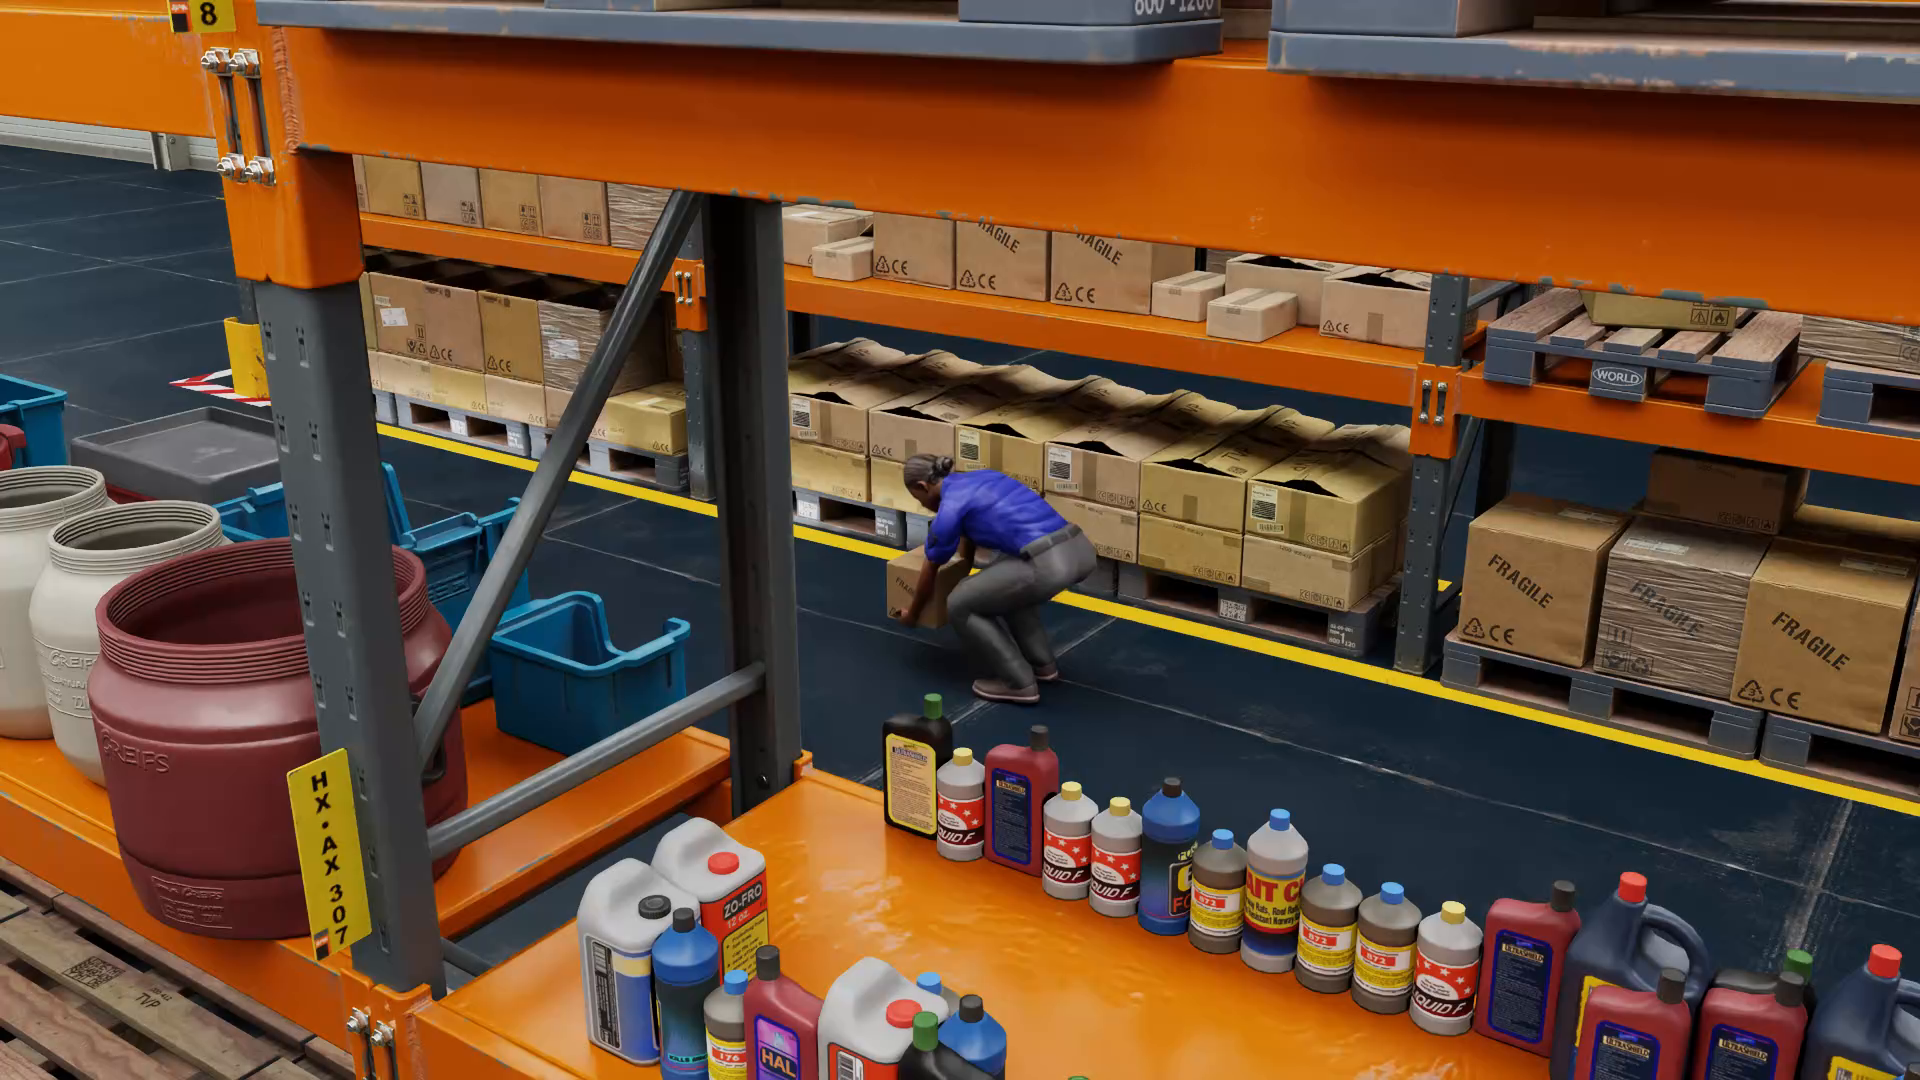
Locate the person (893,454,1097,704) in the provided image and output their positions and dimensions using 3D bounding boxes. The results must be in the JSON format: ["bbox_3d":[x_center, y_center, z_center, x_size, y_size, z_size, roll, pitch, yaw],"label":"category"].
[{"bbox_3d":[0.129,0.141,6.757,0.854,0.940,0.463,12,23,30],"label":"person"}]
